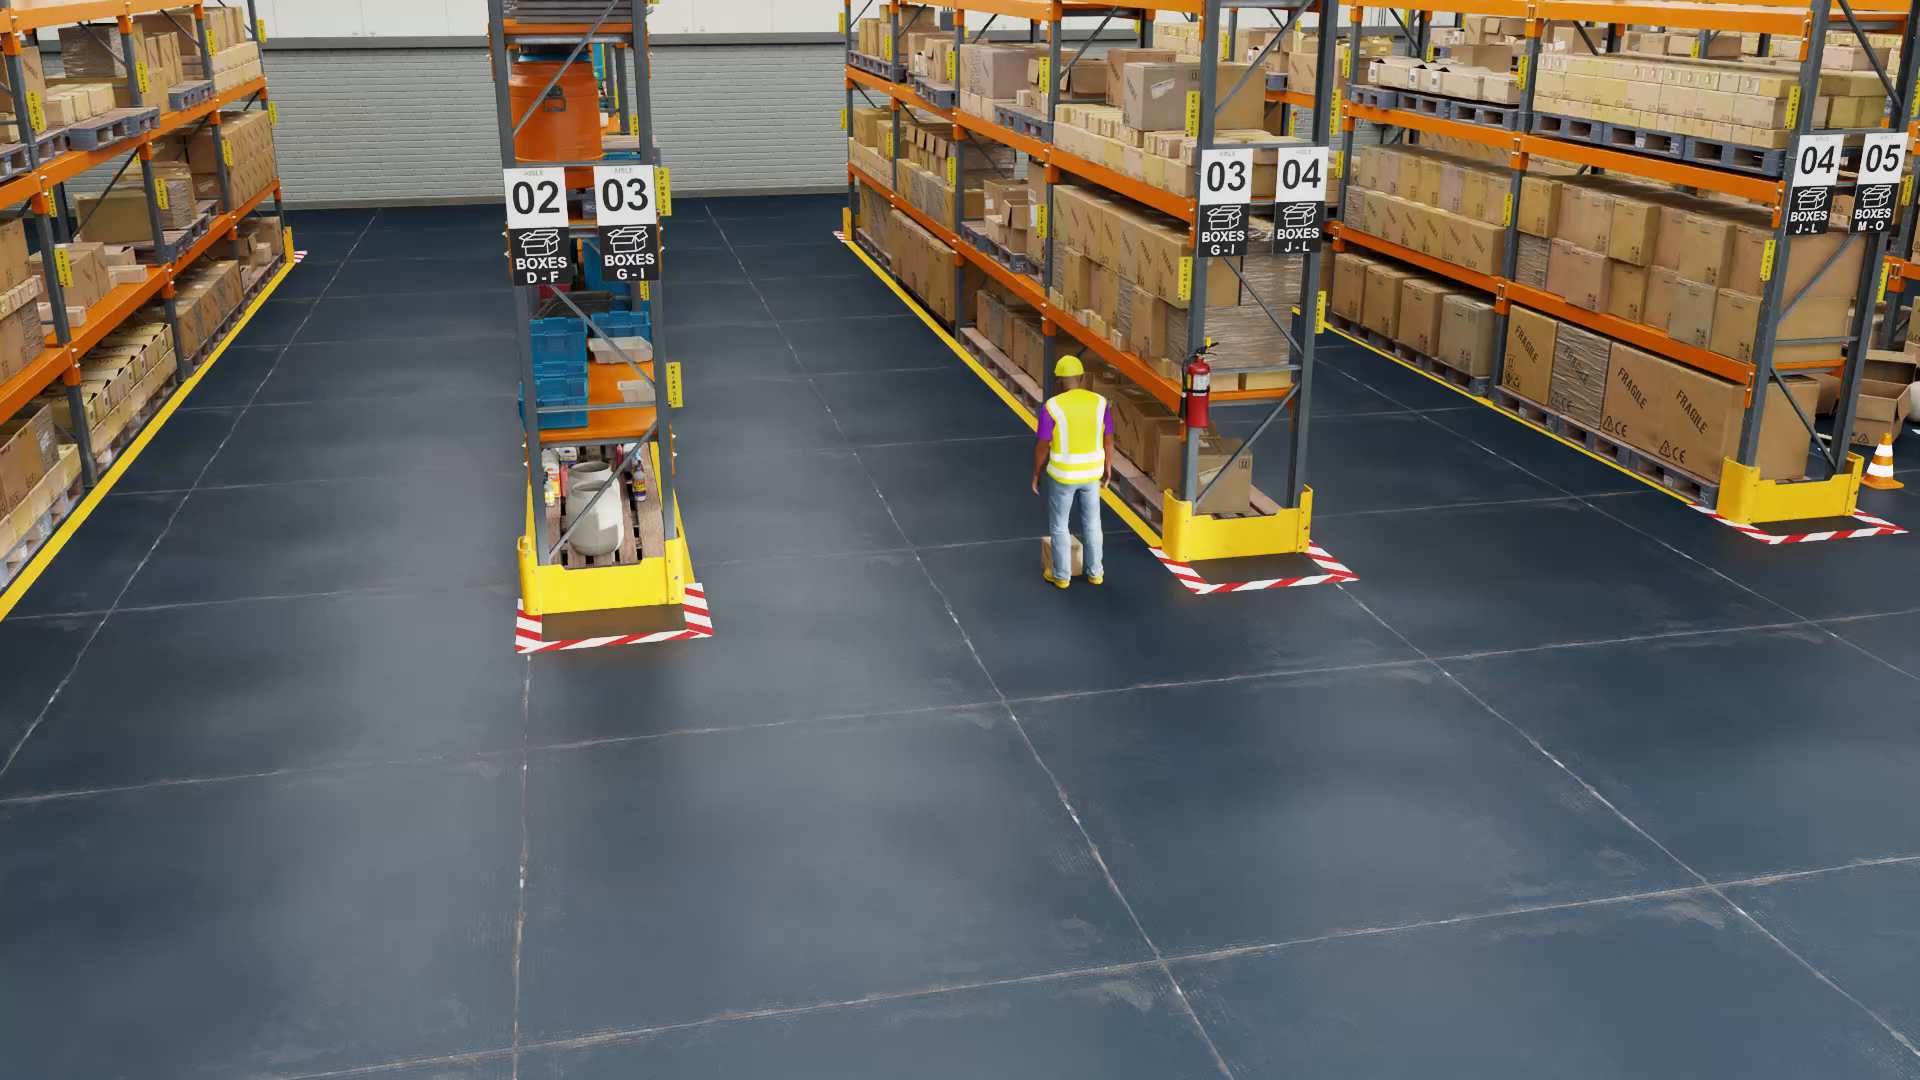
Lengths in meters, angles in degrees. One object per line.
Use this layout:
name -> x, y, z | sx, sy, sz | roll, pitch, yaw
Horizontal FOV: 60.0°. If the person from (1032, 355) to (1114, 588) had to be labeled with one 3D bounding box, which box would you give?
person -> 0.847, -0.513, 12.491 | 0.636, 1.761, 0.454 | -5, 20, -15
